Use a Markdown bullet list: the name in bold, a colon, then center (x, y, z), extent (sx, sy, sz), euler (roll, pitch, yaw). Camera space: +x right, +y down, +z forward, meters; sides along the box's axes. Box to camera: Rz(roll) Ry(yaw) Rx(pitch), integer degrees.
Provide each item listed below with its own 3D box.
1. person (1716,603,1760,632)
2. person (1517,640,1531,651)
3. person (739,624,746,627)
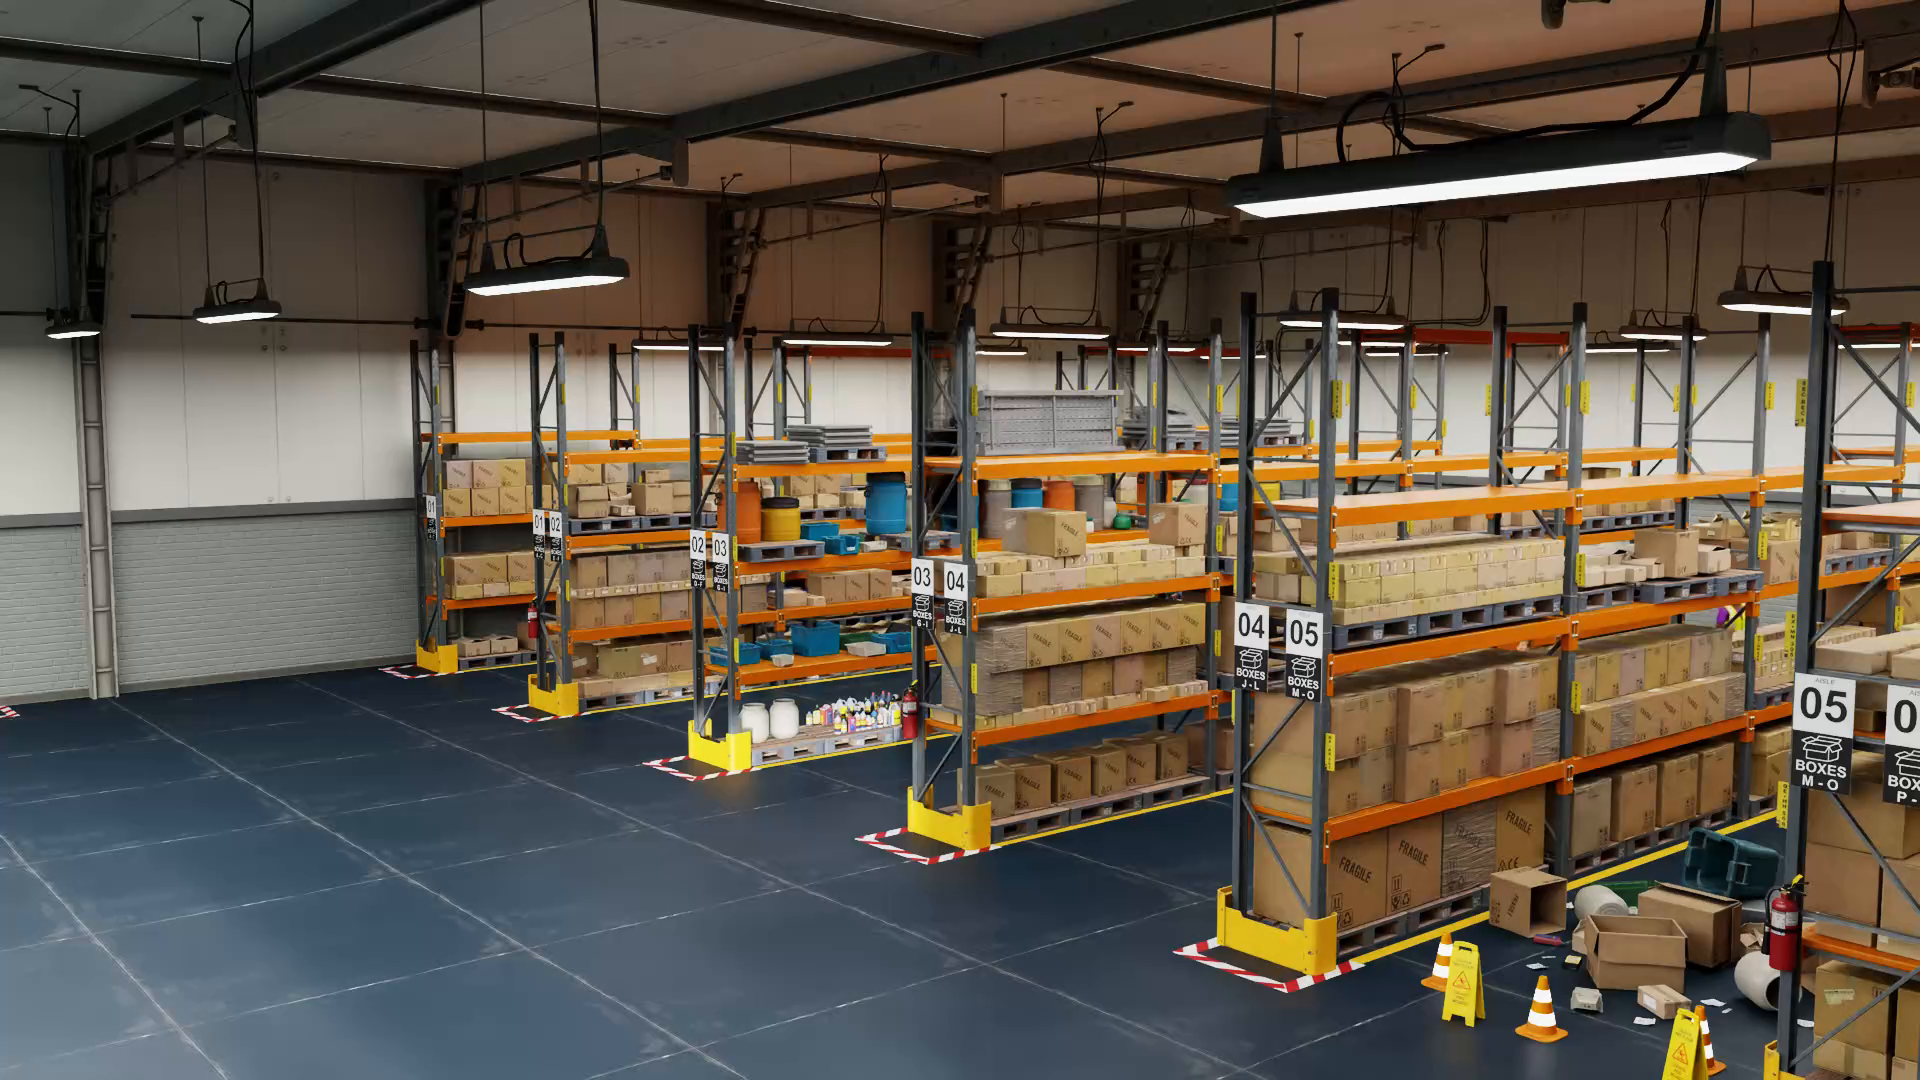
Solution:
- **person**: center (13.172, 1.701, 28.099), extent (0.741, 1.753, 0.843), euler (1, 5, 9)
- **person**: center (7.780, 2.195, 23.027), extent (0.555, 1.687, 0.841), euler (5, 7, 44)
- **person**: center (-4.096, 1.504, 30.600), extent (0.816, 1.657, 0.591), euler (-5, 7, -42)
